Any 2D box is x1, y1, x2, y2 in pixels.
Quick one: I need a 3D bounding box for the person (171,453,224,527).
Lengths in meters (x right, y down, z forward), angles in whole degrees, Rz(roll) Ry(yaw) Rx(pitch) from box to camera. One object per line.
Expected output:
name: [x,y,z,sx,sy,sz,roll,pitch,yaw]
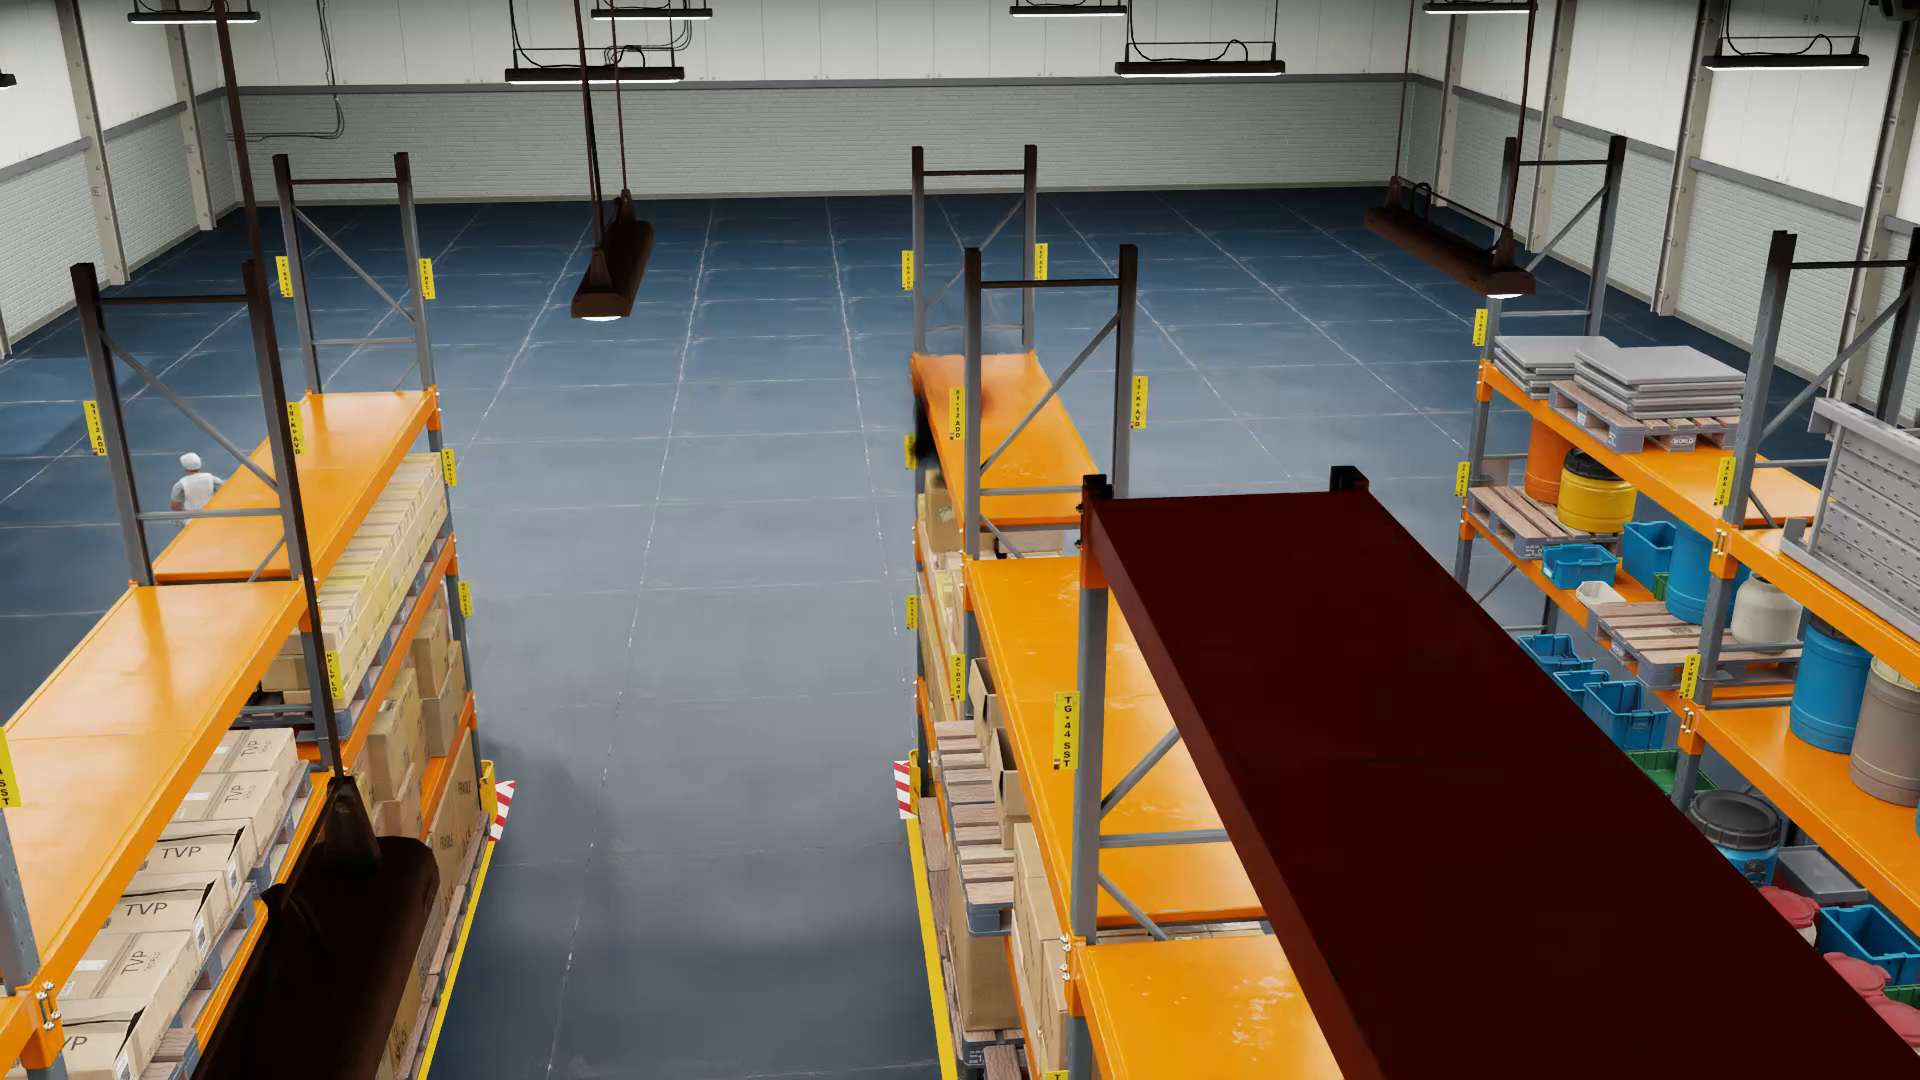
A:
person: [-8.971,-0.179,19.737,0.767,1.760,0.678,19,29,40]
